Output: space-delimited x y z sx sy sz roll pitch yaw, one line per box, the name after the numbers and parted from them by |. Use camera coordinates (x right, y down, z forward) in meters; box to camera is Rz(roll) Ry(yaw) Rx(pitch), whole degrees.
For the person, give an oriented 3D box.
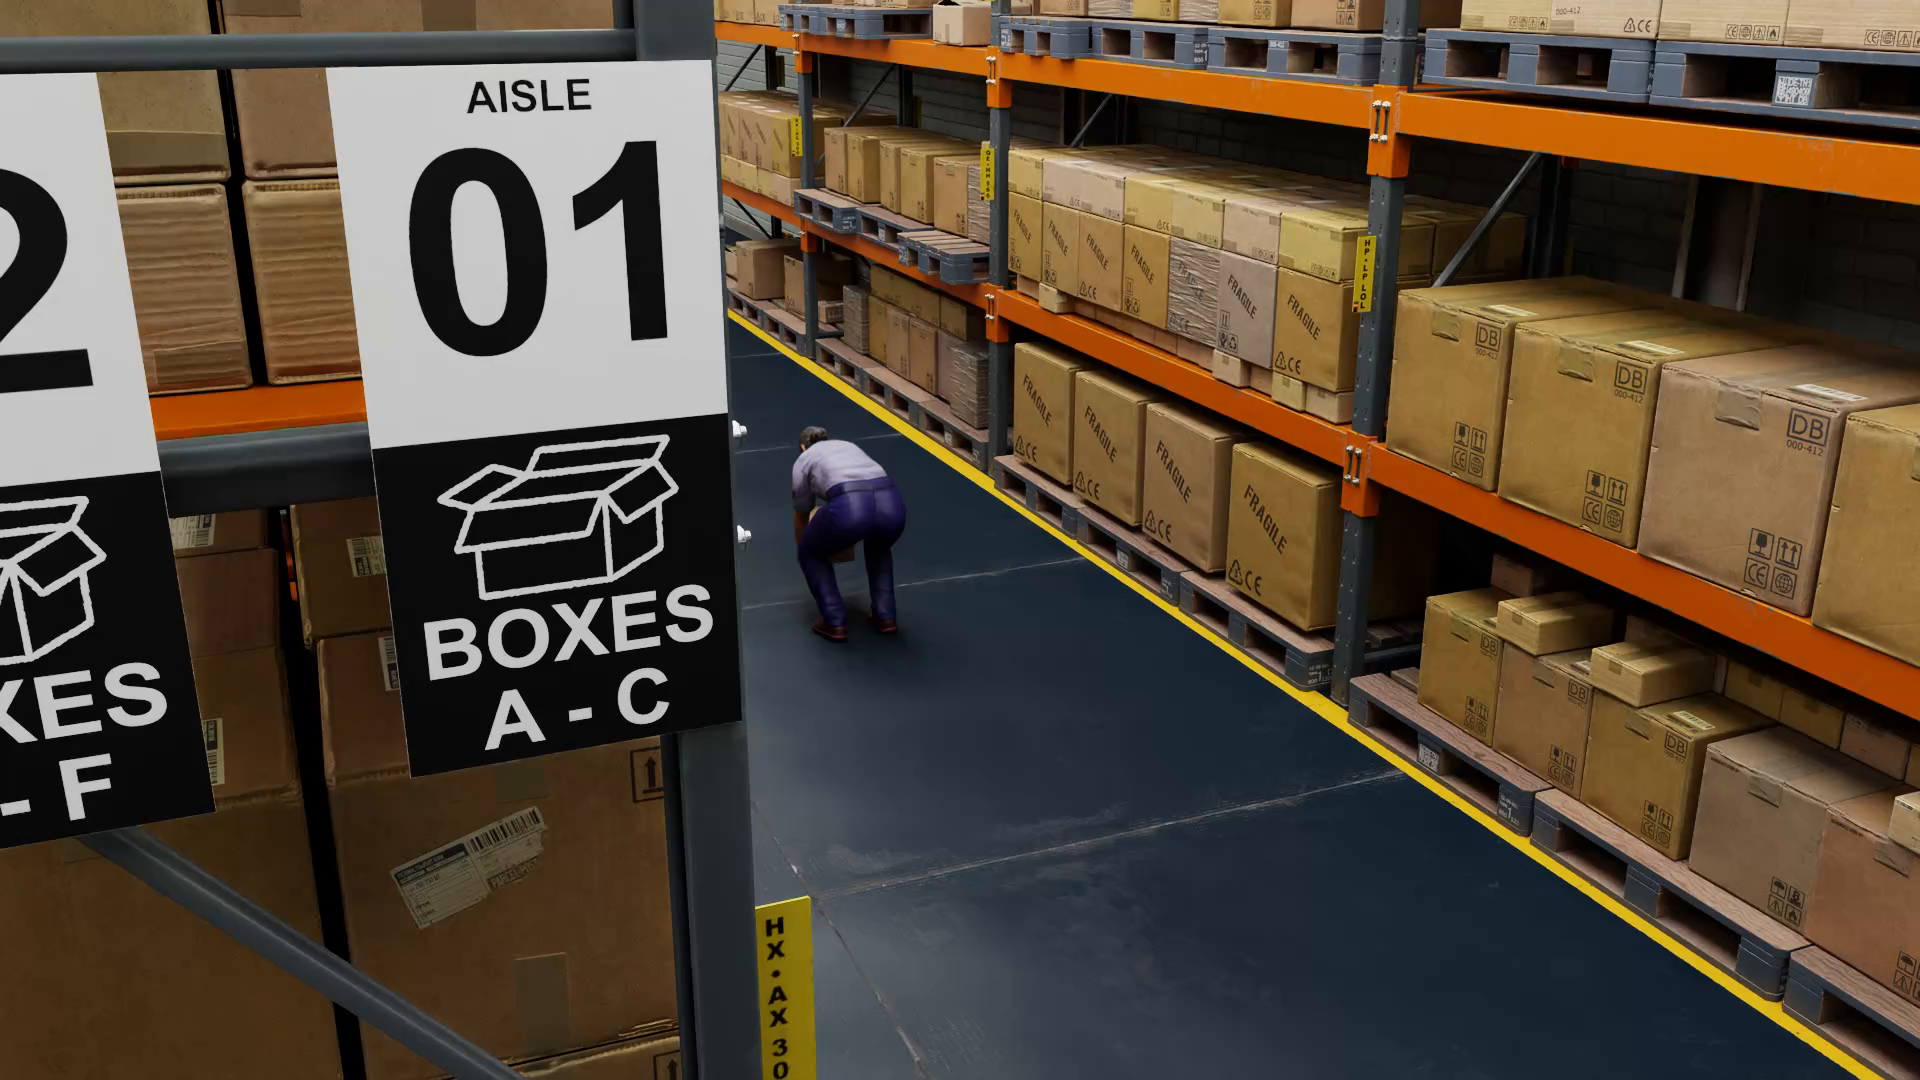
-0.612 -0.042 8.715 0.515 0.998 0.893 -9 21 -25 | person
